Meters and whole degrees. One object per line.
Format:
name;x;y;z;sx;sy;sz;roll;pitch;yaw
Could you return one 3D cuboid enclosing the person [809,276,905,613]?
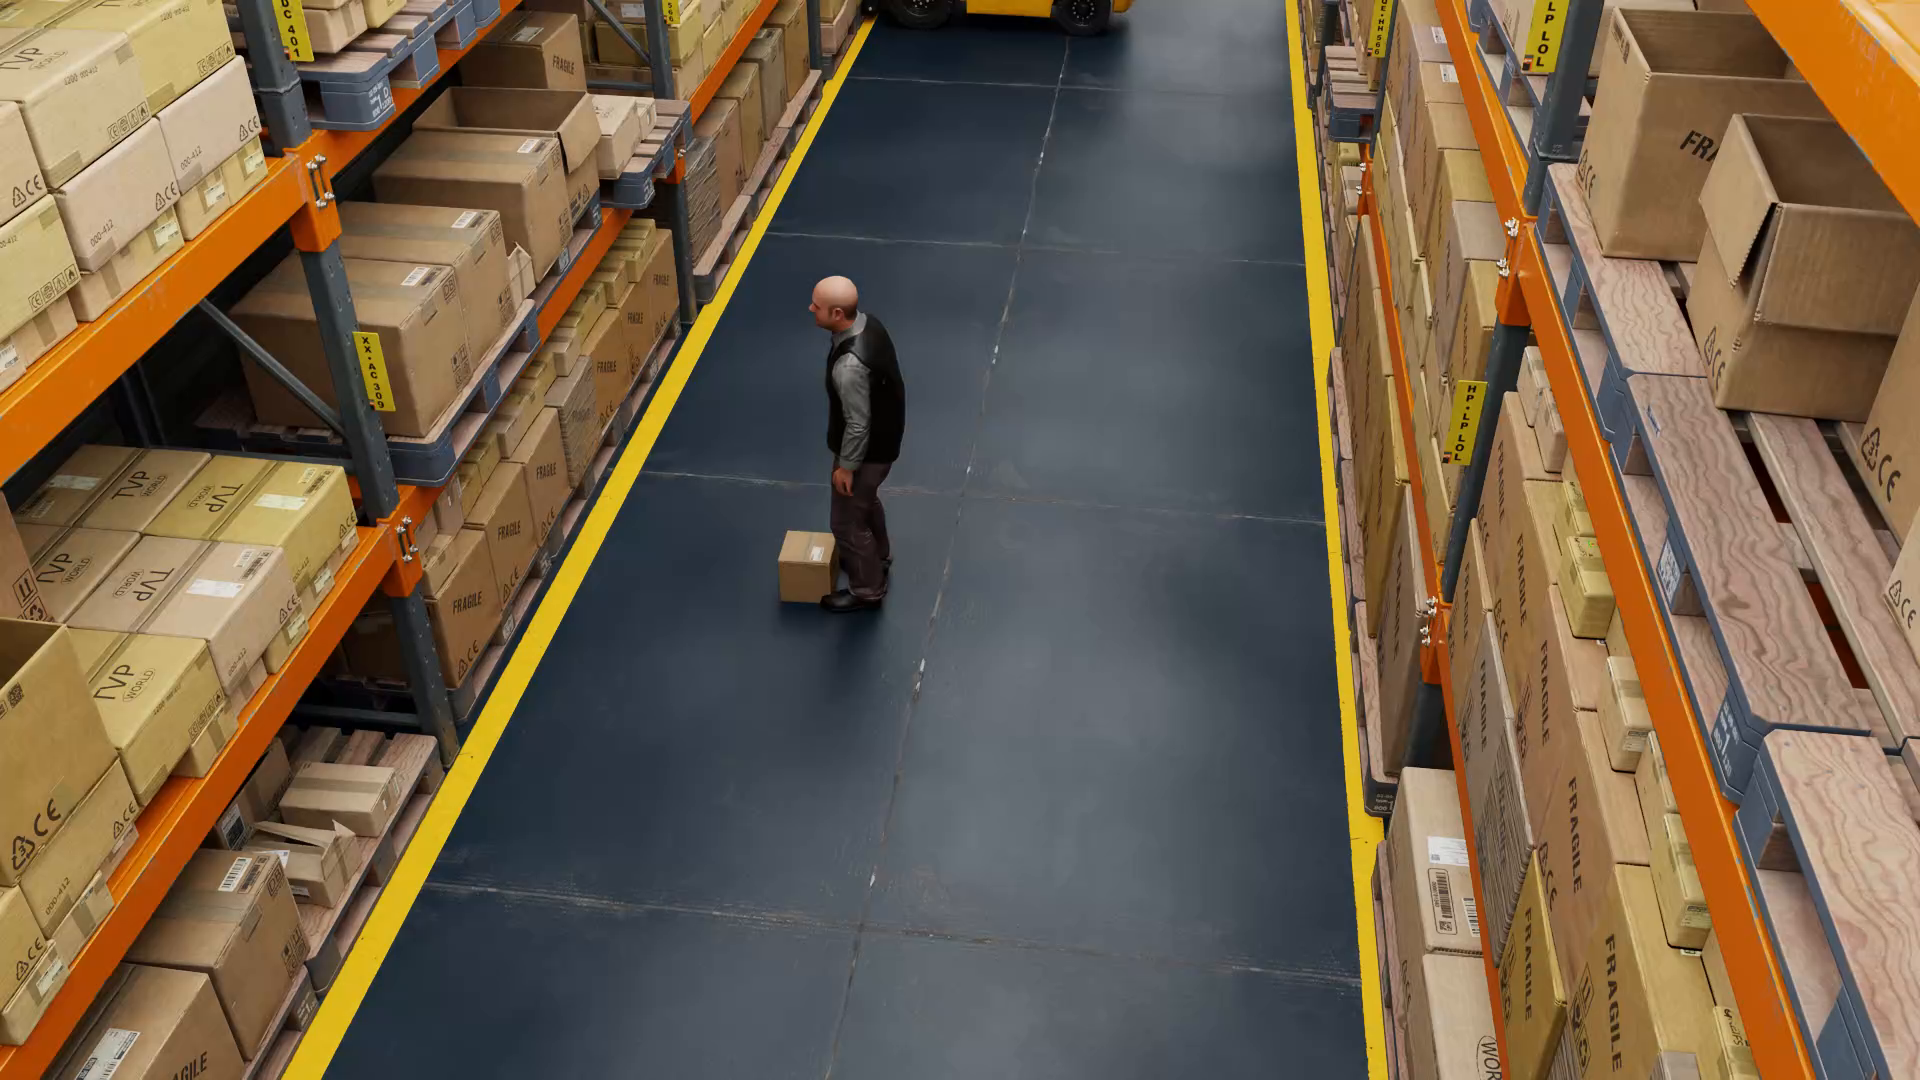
person;-0.459;-0.441;7.669;0.421;1.721;0.594;2;36;3
